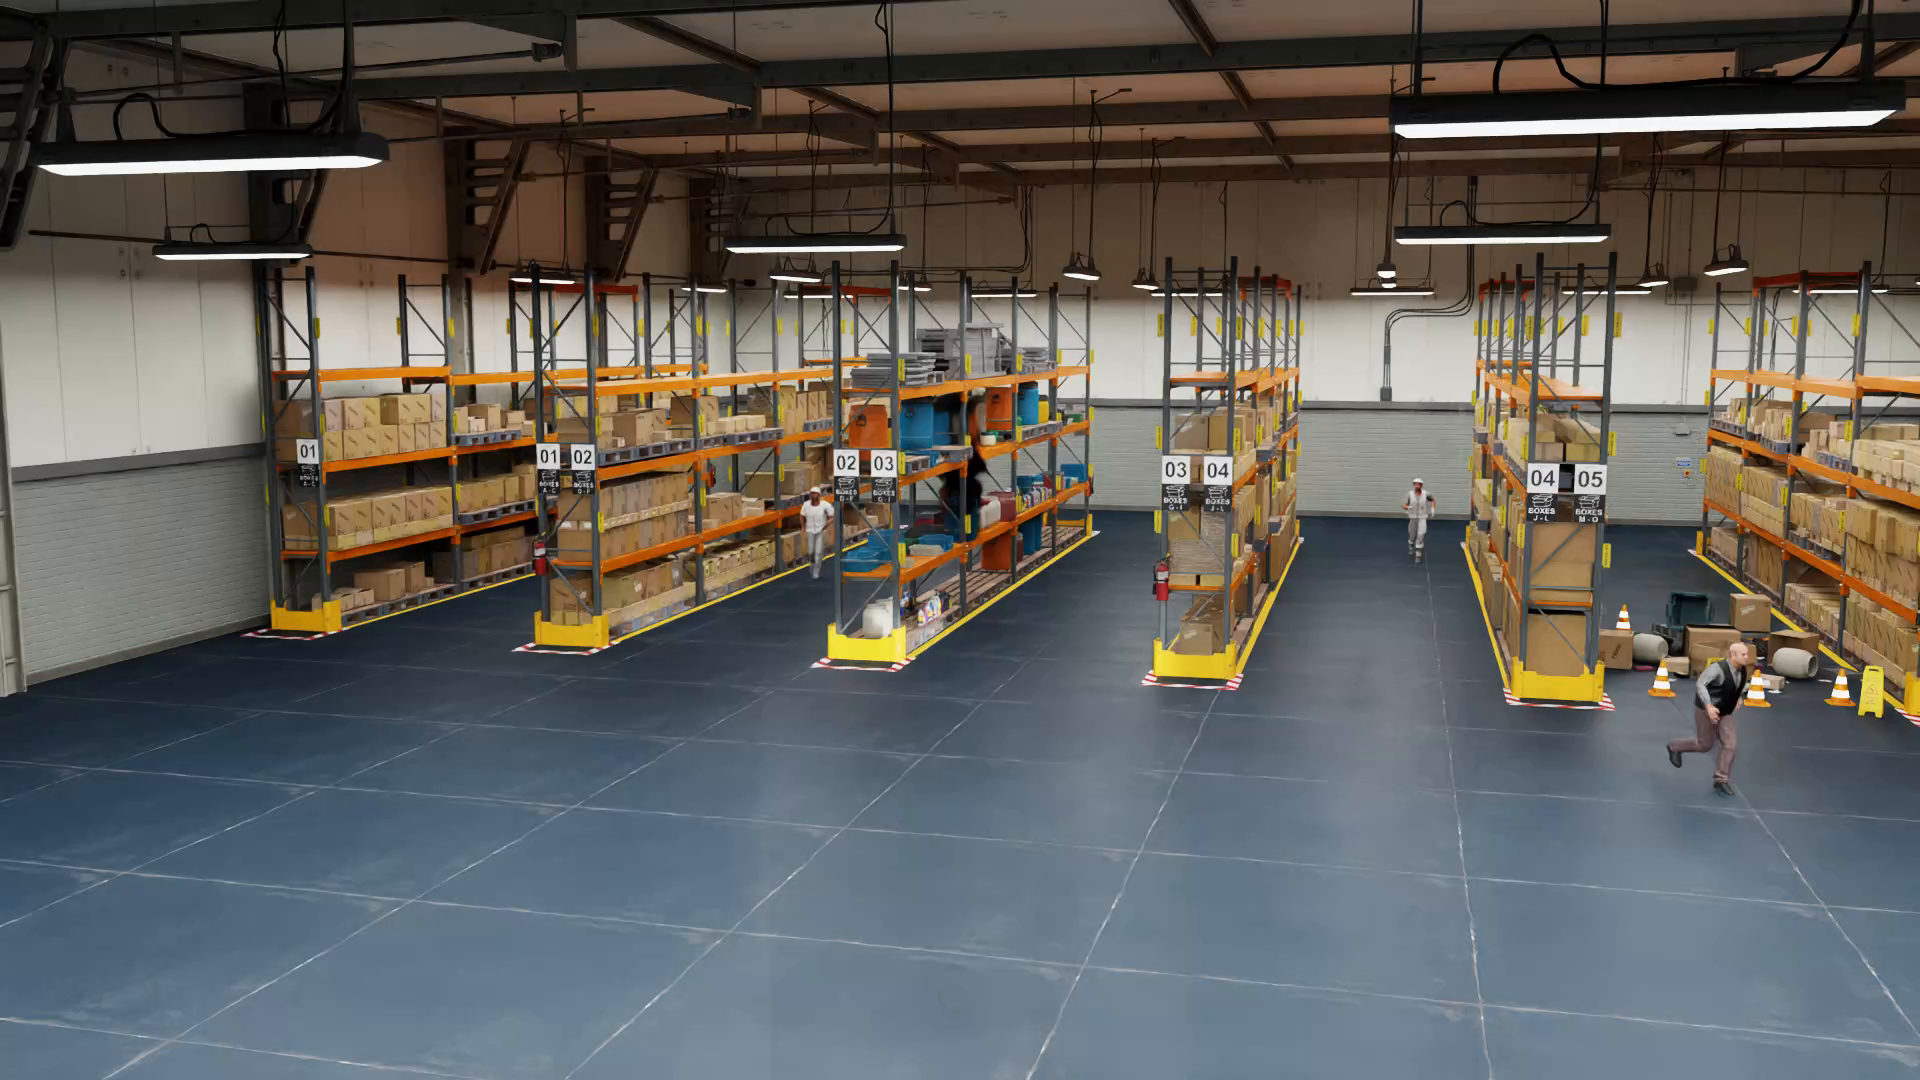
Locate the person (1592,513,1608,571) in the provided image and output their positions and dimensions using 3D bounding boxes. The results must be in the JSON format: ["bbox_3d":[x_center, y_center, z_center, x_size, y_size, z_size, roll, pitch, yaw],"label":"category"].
[{"bbox_3d":[12.870,-0.092,33.832,0.583,1.633,0.544,1,7,10],"label":"person"}]

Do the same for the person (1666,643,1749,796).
[{"bbox_3d":[8.216,1.899,18.264,0.672,1.679,0.943,-4,8,-30],"label":"person"}]

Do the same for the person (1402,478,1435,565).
[{"bbox_3d":[9.880,-0.435,35.859,0.672,1.813,0.983,3,8,20],"label":"person"}]

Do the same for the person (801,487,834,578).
[{"bbox_3d":[-2.715,-0.149,31.600,0.691,1.740,0.572,1,7,8],"label":"person"}]
